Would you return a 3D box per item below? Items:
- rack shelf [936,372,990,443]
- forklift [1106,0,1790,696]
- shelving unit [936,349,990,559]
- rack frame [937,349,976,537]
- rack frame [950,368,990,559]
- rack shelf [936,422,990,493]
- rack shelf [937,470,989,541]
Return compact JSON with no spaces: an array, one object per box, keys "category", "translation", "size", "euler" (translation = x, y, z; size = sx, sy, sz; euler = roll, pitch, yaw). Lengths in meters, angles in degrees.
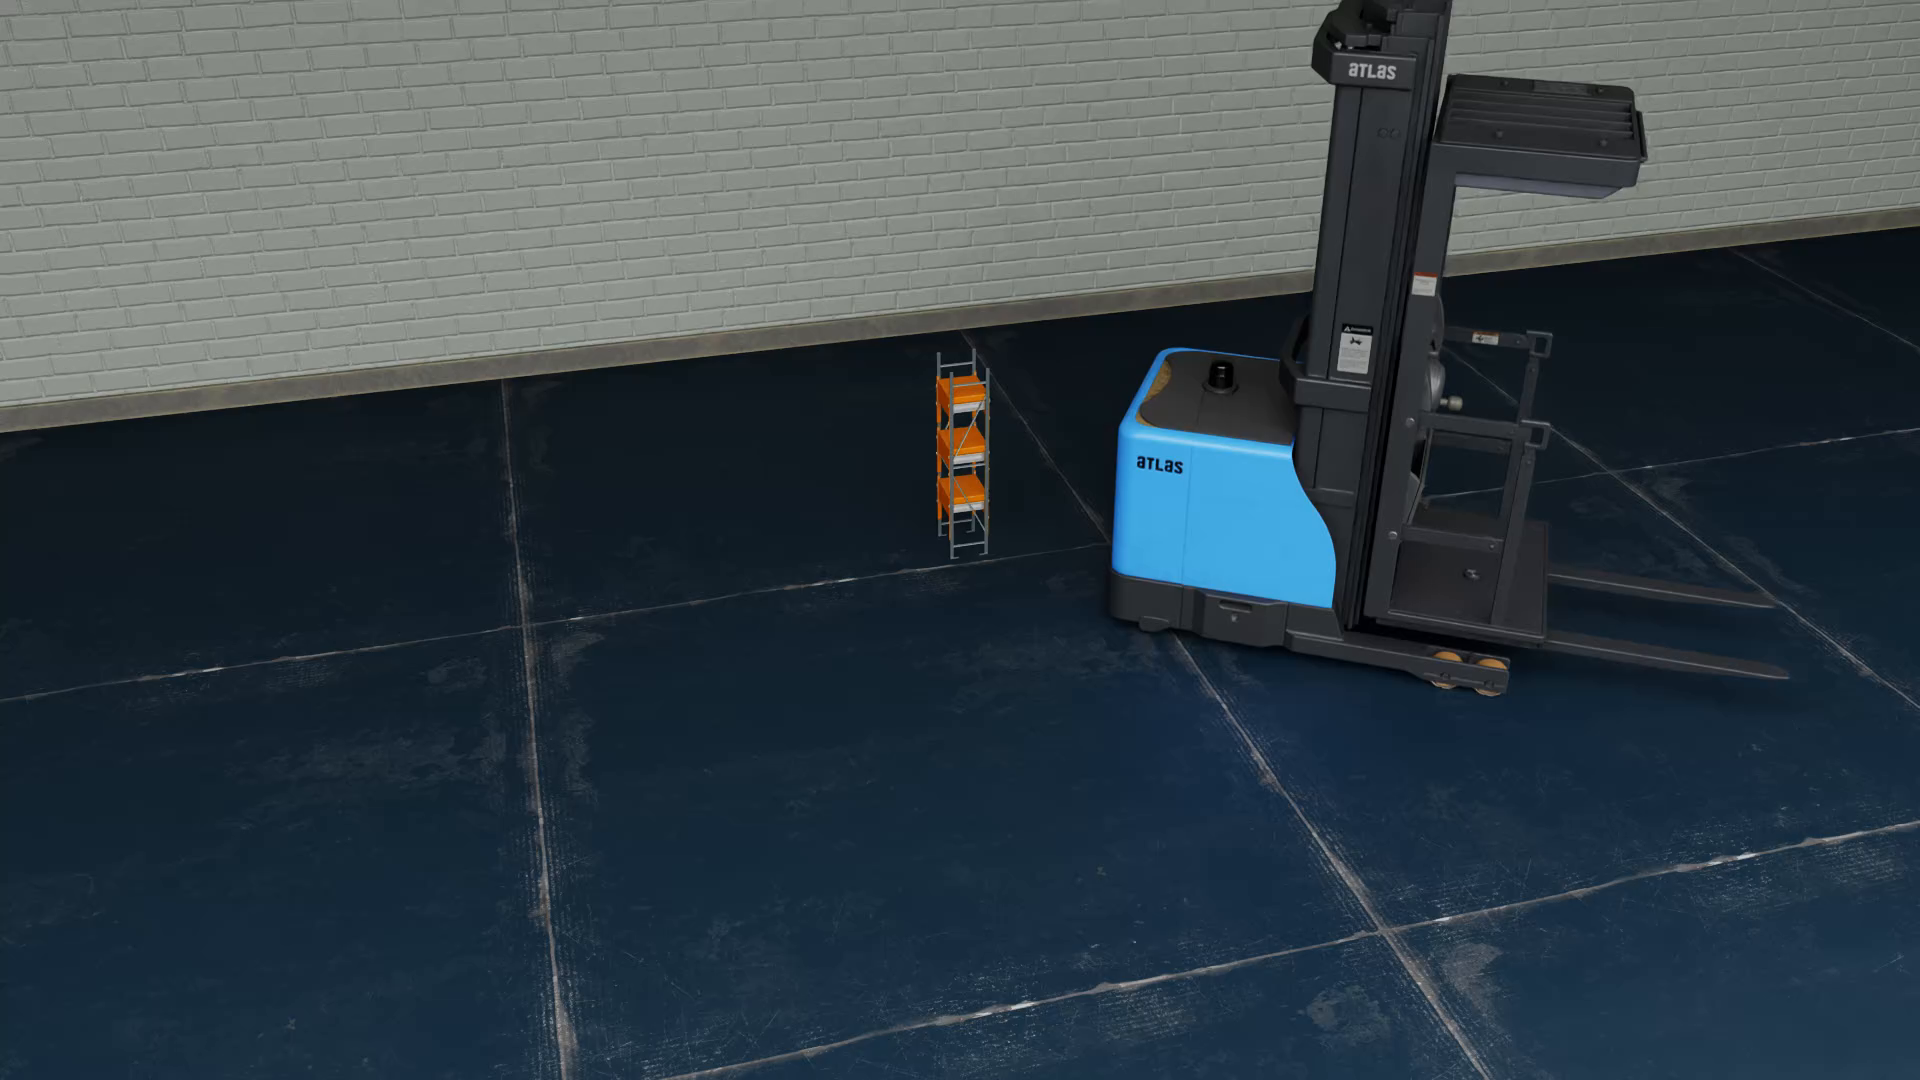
[{"category":"rack shelf","translation":[0.014,-0.665,8.306],"size":[0.215,0.259,0.240],"euler":[-8,31,-13]},{"category":"forklift","translation":[2.282,-0.861,7.312],"size":[3.031,2.935,1.130],"euler":[9,31,15]},{"category":"shelving unit","translation":[0.014,-0.429,8.442],"size":[0.215,1.050,0.252],"euler":[-8,31,-13]},{"category":"rack frame","translation":[-0.018,-0.487,8.544],"size":[0.200,1.050,0.008],"euler":[-8,31,-13]},{"category":"rack frame","translation":[0.047,-0.370,8.341],"size":[0.200,1.050,0.008],"euler":[-8,31,-13]},{"category":"rack shelf","translation":[0.014,-0.419,8.448],"size":[0.215,0.259,0.240],"euler":[-8,31,-13]},{"category":"rack shelf","translation":[0.014,-0.179,8.587],"size":[0.215,0.259,0.240],"euler":[-8,31,-13]}]
